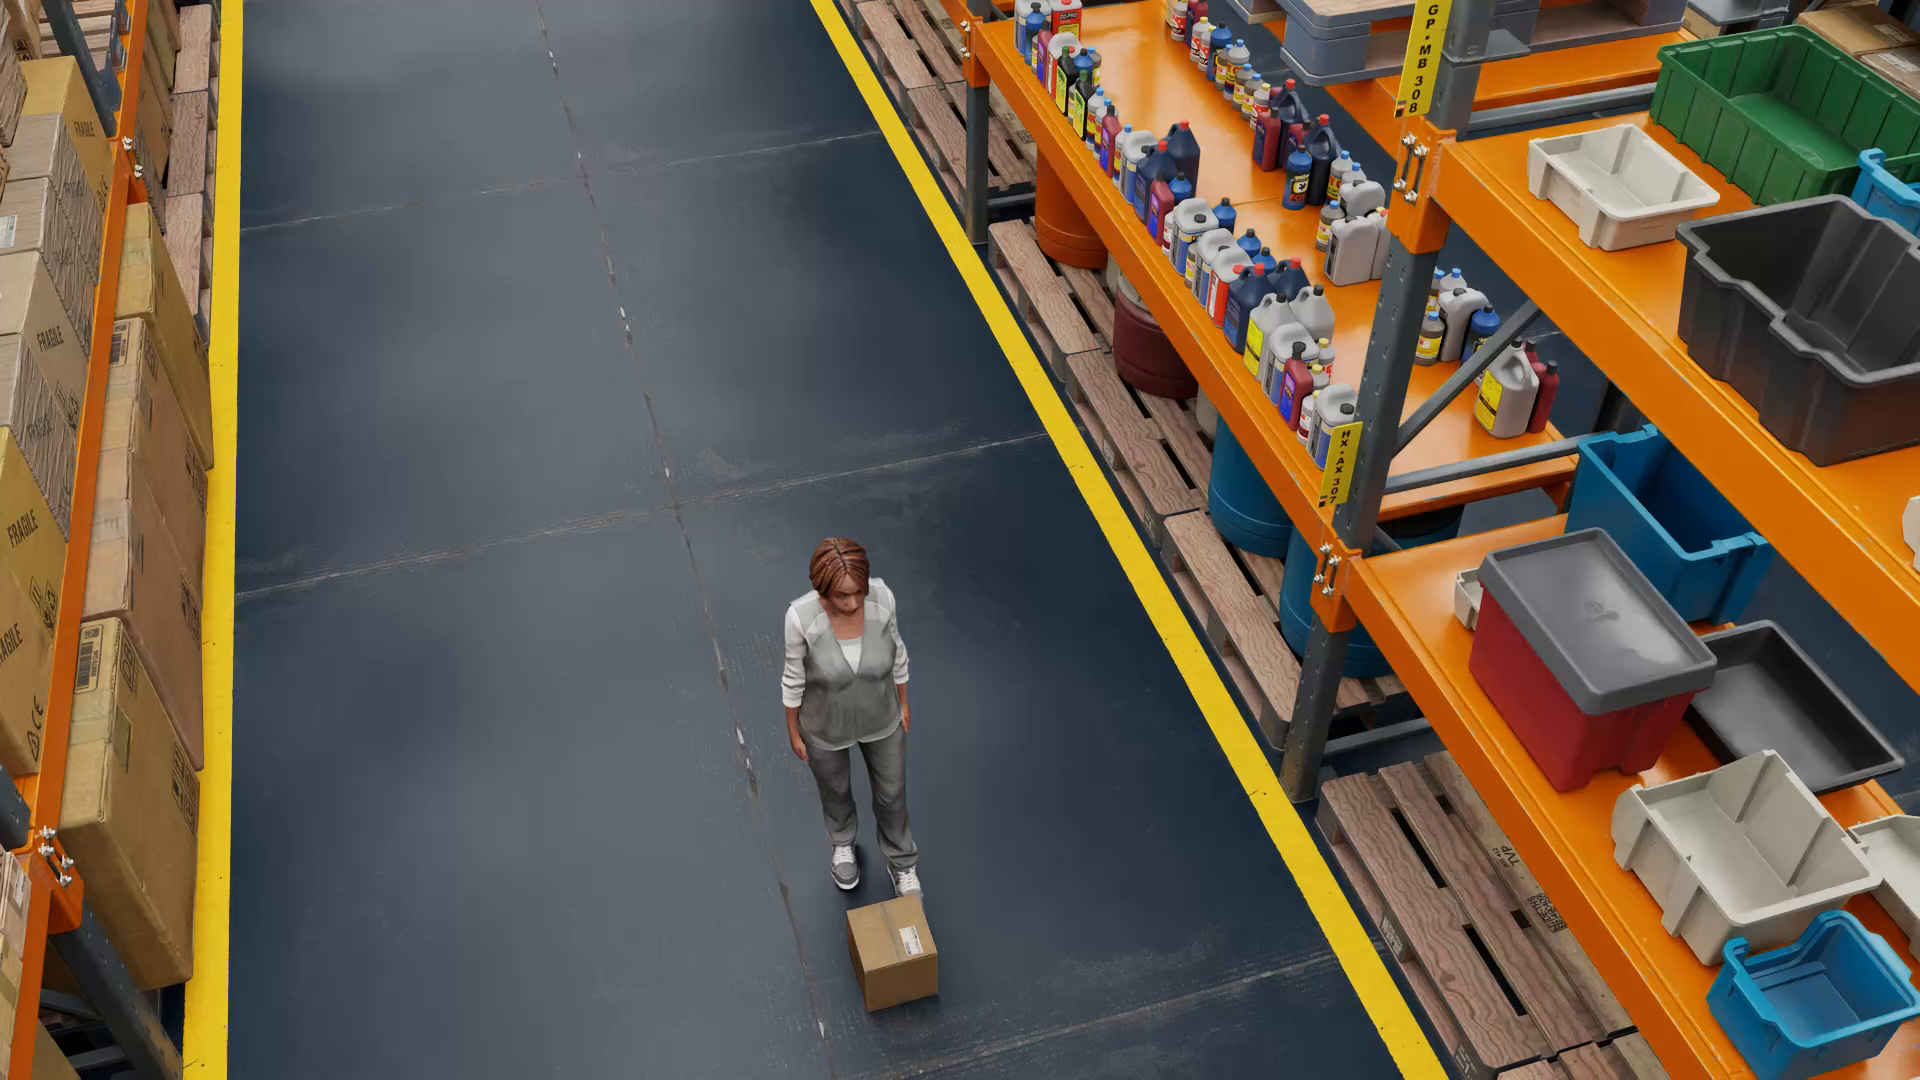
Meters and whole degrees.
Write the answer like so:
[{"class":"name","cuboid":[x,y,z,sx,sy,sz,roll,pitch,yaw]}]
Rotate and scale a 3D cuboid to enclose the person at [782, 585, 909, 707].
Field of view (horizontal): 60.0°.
[{"class":"person","cuboid":[-0.366,0.390,5.326,0.429,0.536,0.284,-12,44,-13]}]
